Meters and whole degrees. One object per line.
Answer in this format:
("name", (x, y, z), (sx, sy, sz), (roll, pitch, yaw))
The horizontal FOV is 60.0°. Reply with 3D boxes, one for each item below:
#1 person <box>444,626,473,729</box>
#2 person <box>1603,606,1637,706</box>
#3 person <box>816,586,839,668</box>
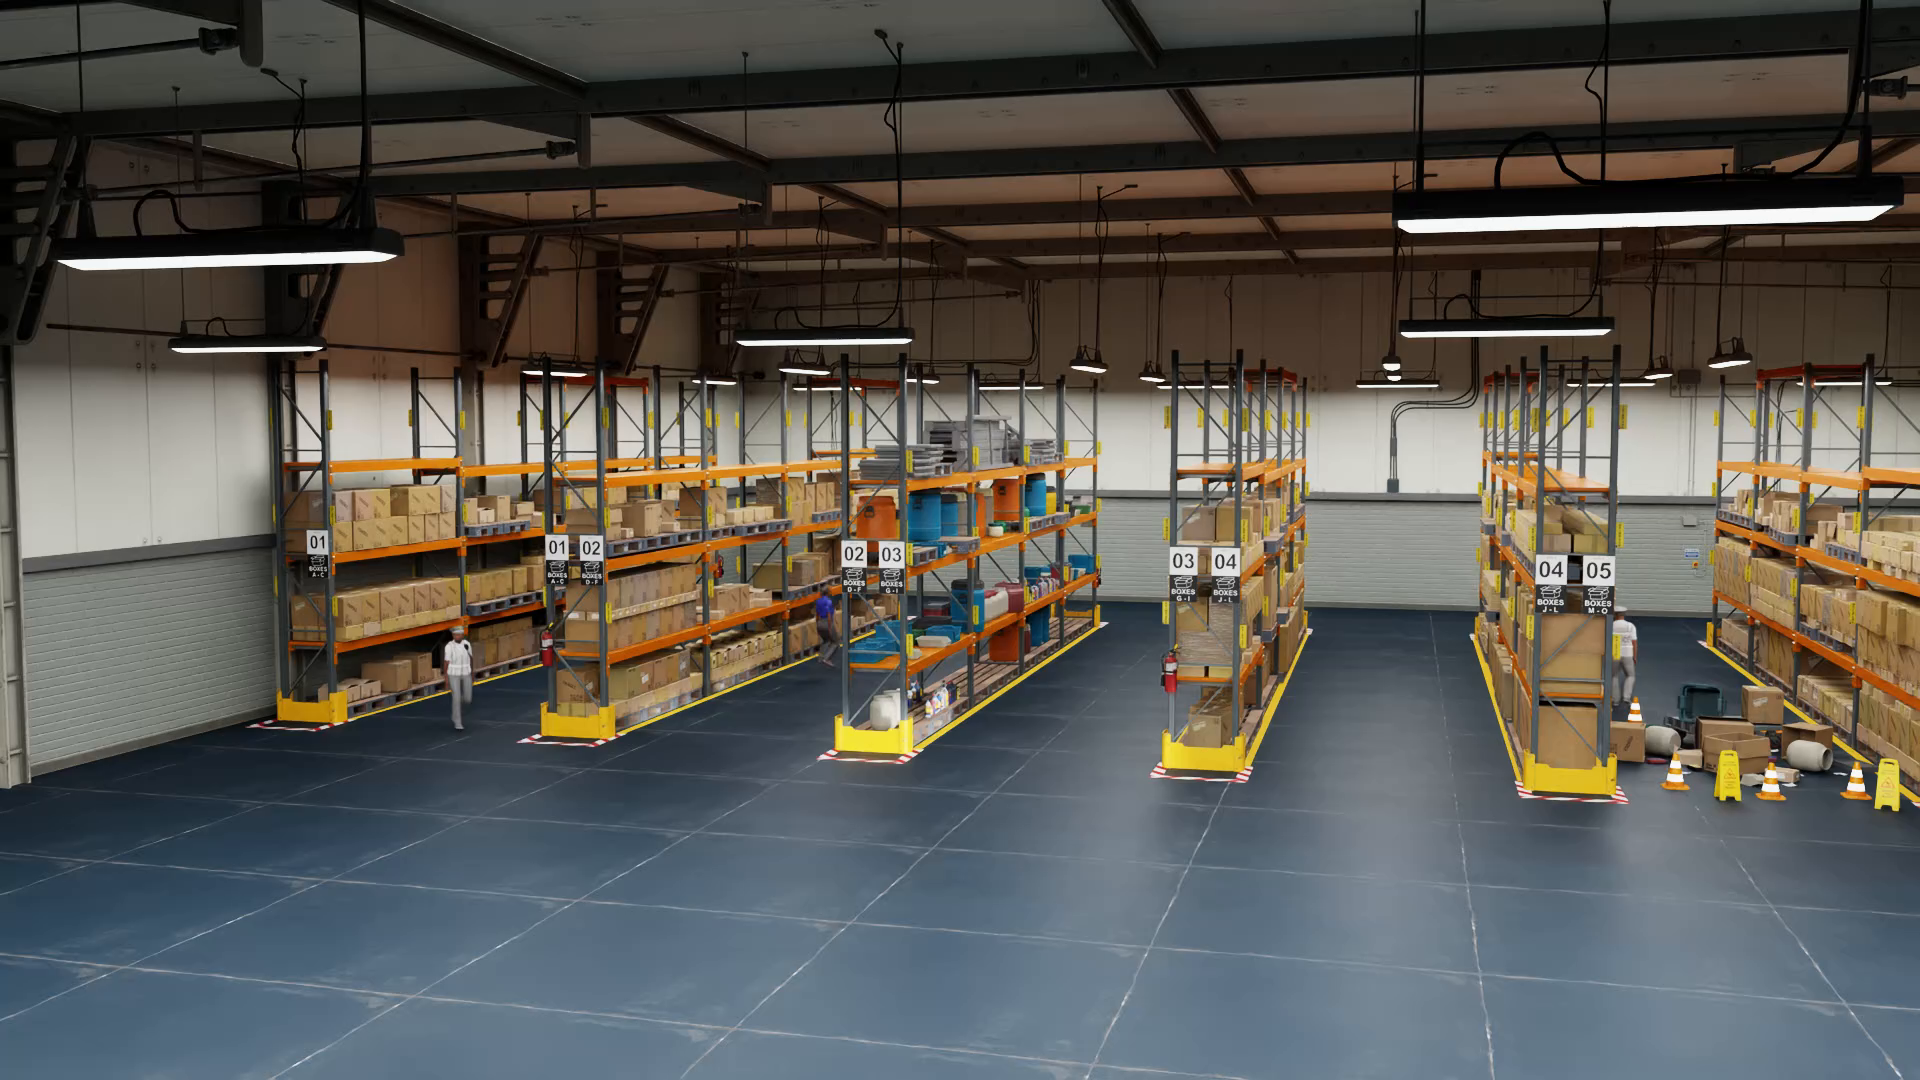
("person", (-8.178, 2.208, 27.110), (0.502, 1.662, 0.696), (-3, 5, -38))
("person", (11.547, 2.041, 29.065), (0.579, 1.755, 0.535), (1, 4, 16))
("person", (-2.622, 1.686, 32.396), (0.498, 1.586, 0.468), (3, 5, 32))
